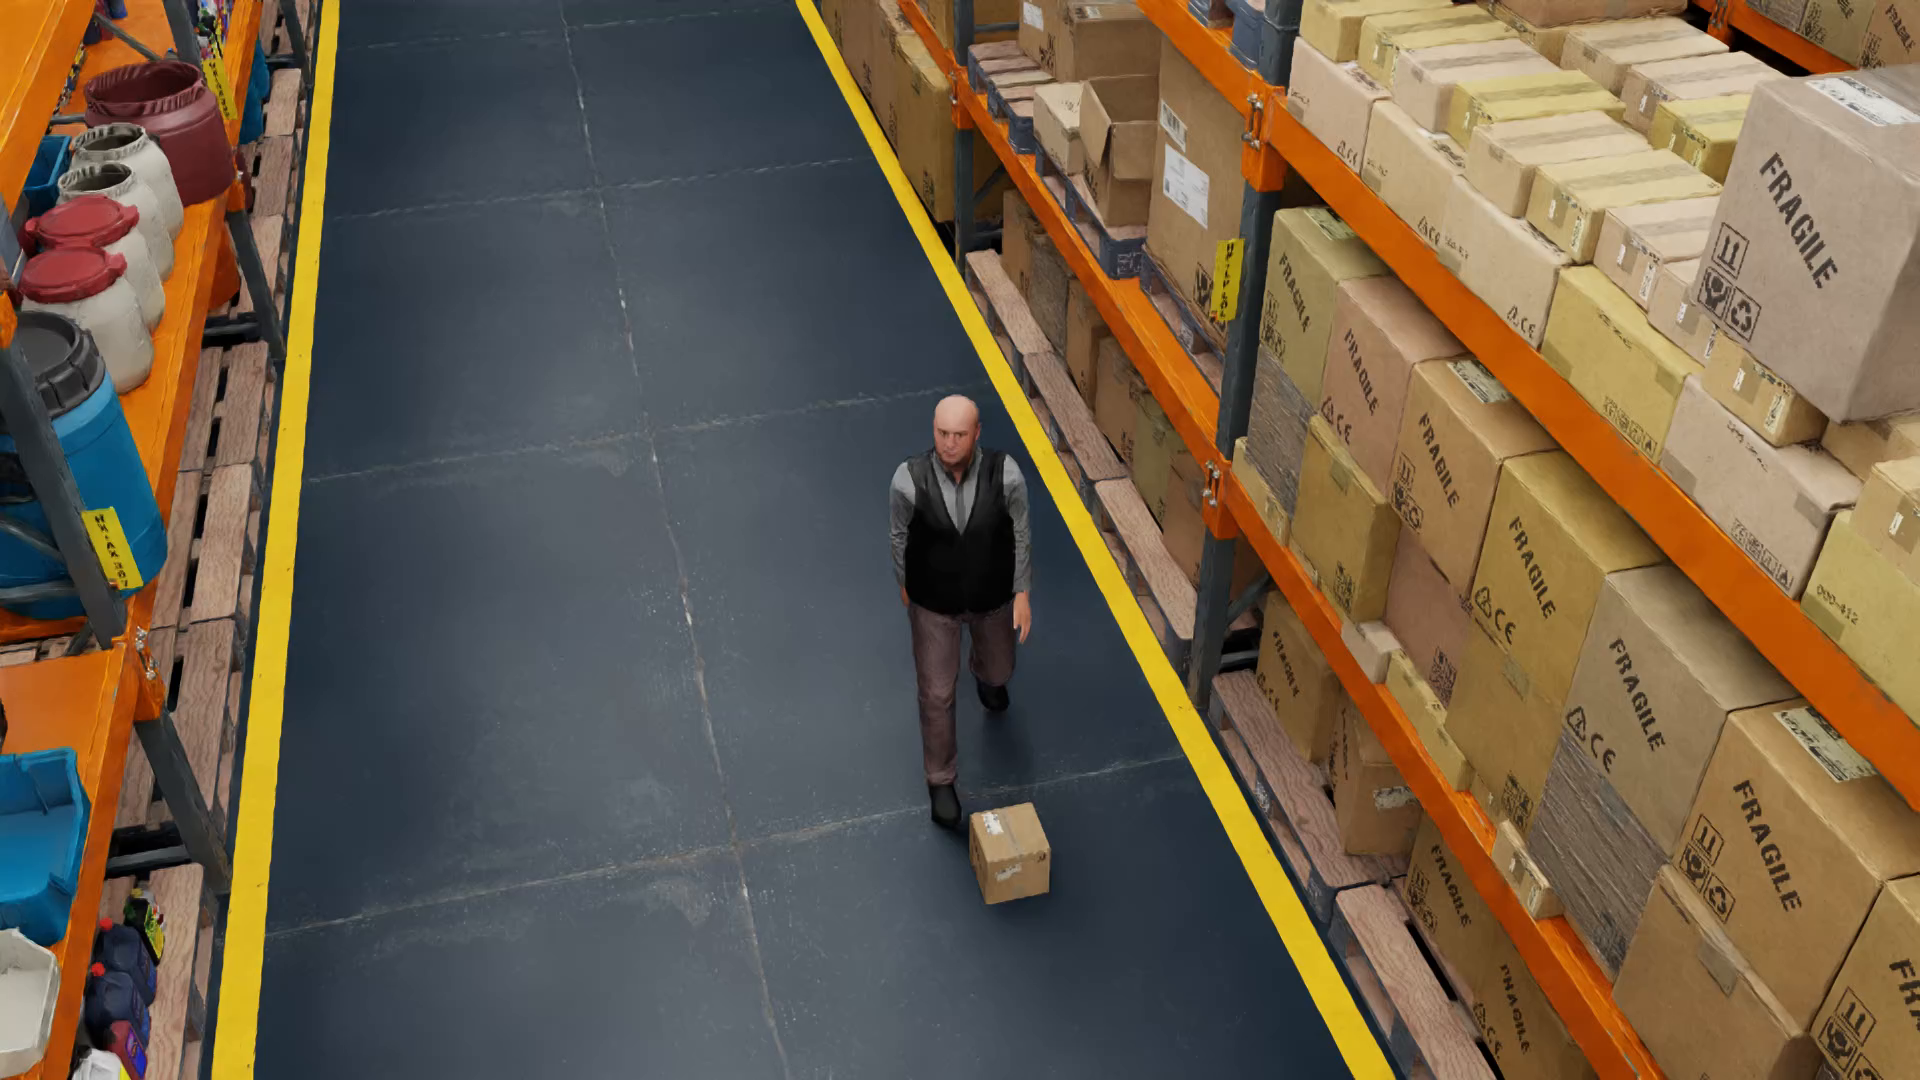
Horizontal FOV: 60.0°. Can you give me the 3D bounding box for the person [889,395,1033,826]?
[{"bbox_3d":[0.013,0.238,6.437,0.537,1.695,0.882,-4,38,-5],"label":"person"}]
